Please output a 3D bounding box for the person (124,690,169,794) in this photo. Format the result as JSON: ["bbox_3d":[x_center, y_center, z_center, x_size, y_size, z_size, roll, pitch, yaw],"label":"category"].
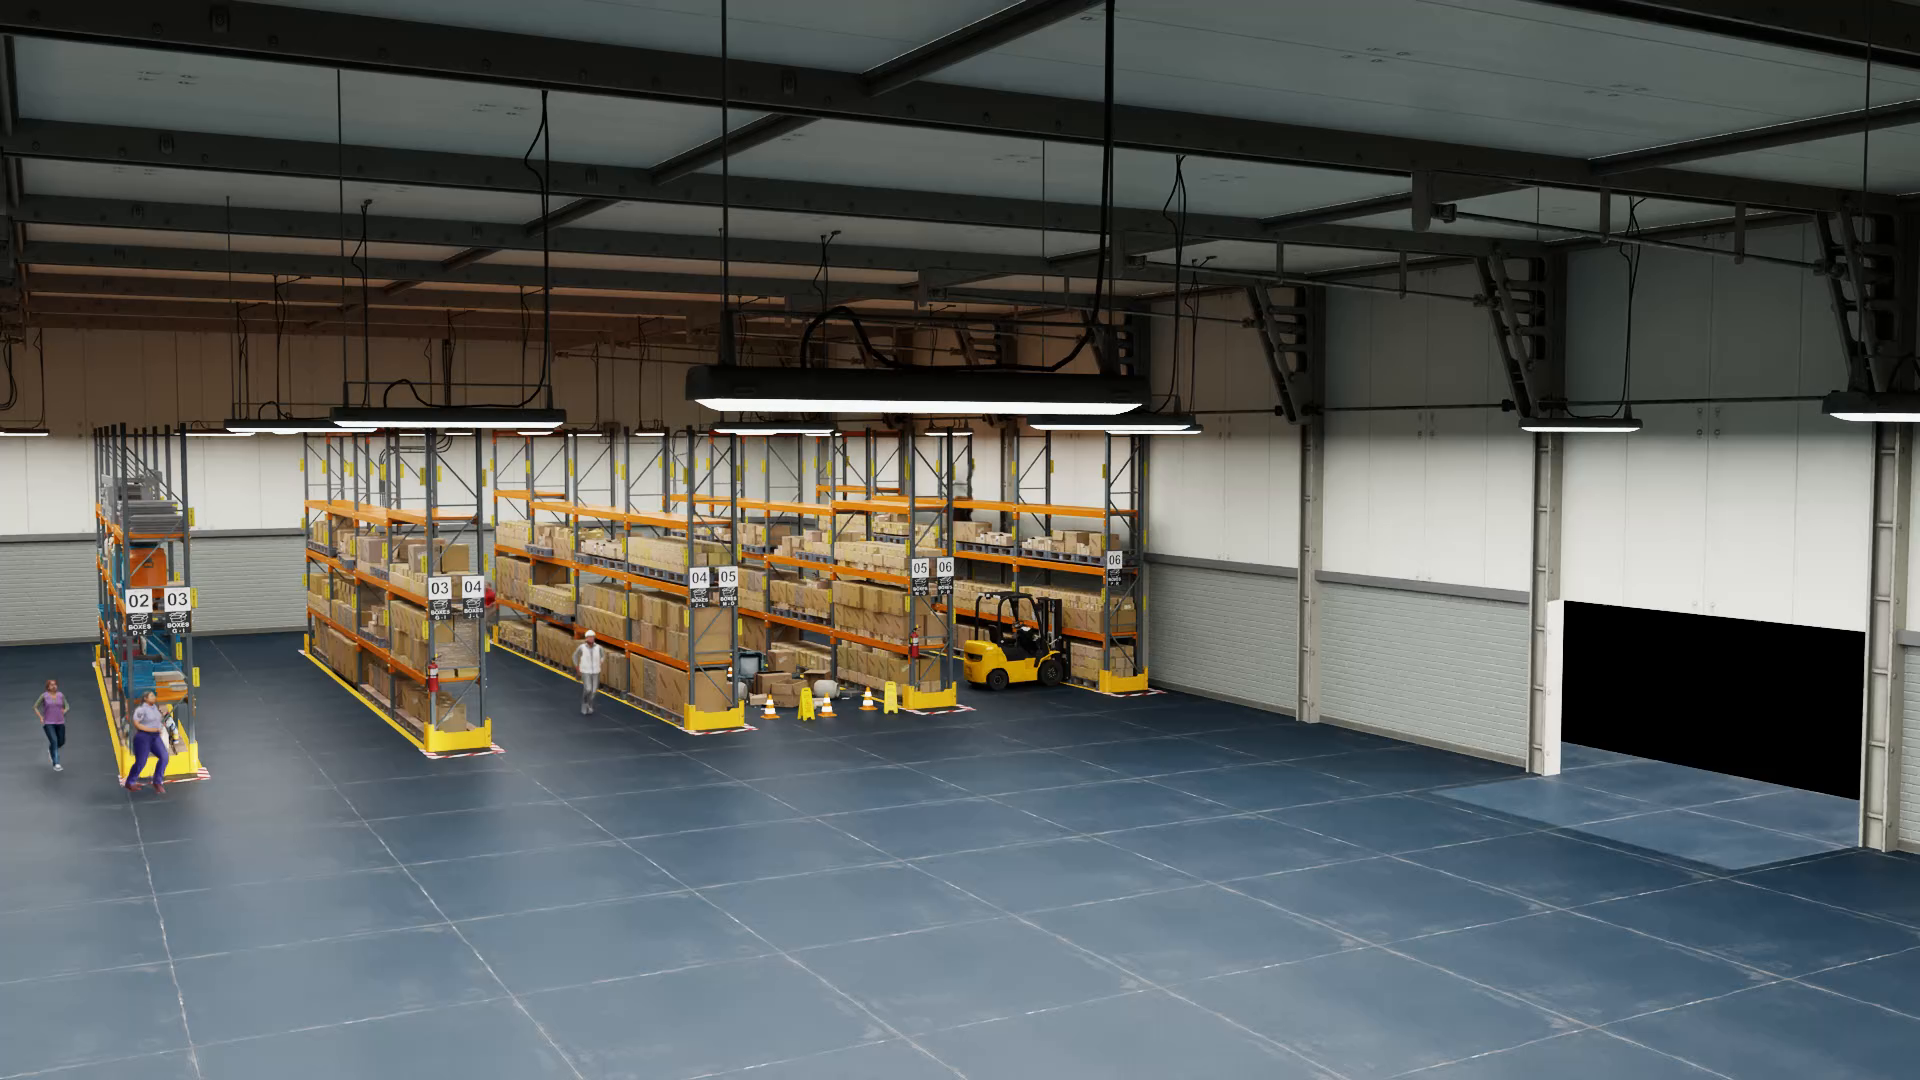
[{"bbox_3d":[-13.175,3.290,27.012,0.688,1.640,0.630,1,4,15],"label":"person"}]

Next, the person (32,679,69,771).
[{"bbox_3d":[-15.739,3.187,28.837,0.792,1.566,0.548,3,5,44],"label":"person"}]

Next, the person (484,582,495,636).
[{"bbox_3d":[-13.550,2.020,47.844,0.624,1.650,0.680,-2,4,-35],"label":"person"}]

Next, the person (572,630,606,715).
[{"bbox_3d":[-7.670,2.755,34.572,0.658,1.764,0.675,-2,4,-29],"label":"person"}]
